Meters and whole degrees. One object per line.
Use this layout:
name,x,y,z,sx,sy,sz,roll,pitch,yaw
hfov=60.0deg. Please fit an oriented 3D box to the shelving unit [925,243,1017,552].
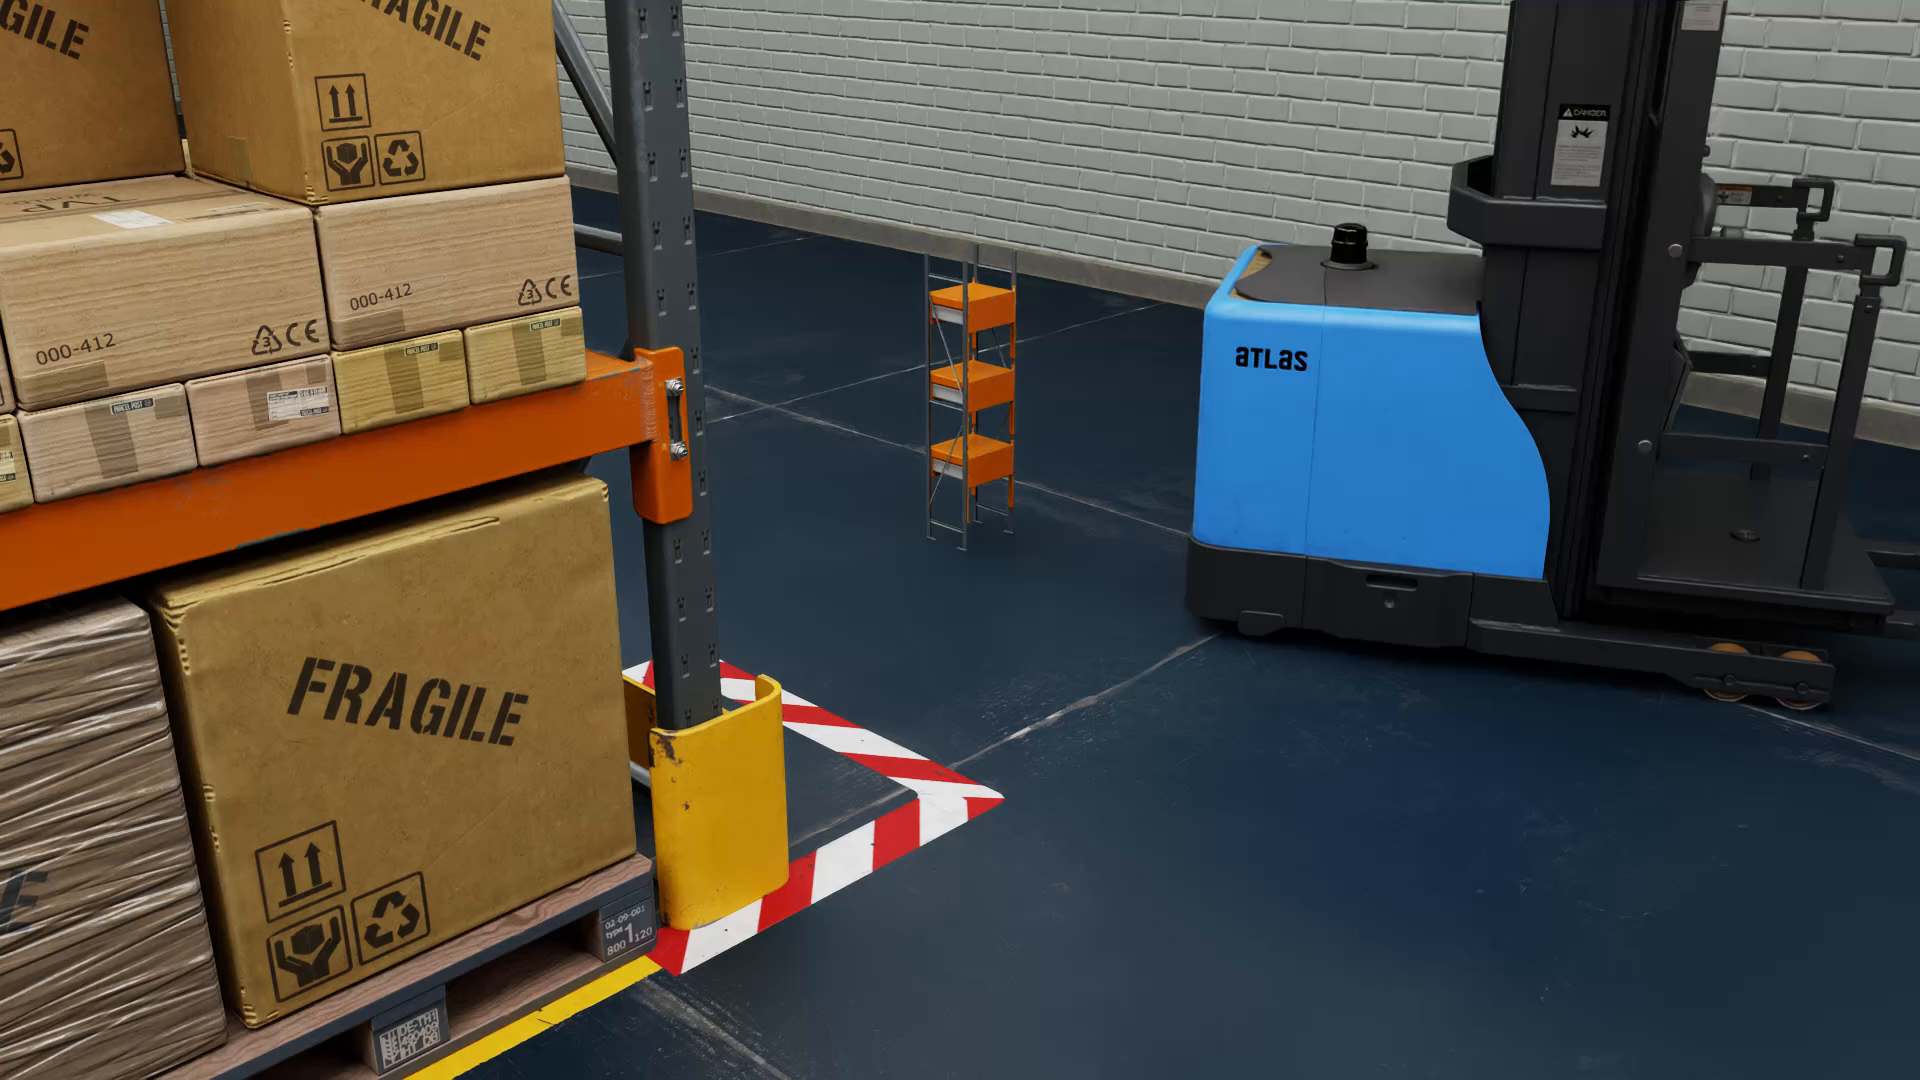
shelving unit,0.037,-0.504,5.922,0.215,1.050,0.252,19,28,41

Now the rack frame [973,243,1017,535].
rack frame,0.122,-0.535,6.004,0.200,1.050,0.008,19,28,41

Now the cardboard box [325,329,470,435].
cardboard box,-1.129,-0.331,3.104,0.380,0.149,0.250,20,28,41

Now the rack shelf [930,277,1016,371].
rack shelf,0.037,-0.759,5.824,0.215,0.259,0.240,19,28,41

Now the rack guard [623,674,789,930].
rack guard,-0.920,0.471,4.151,1.175,0.500,0.348,19,28,41

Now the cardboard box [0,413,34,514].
cardboard box,-1.660,-0.135,2.595,0.380,0.149,0.250,18,28,39

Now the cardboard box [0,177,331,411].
cardboard box,-1.439,-0.437,2.825,0.500,0.250,0.500,19,28,40

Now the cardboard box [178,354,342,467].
cardboard box,-1.306,-0.266,2.936,0.380,0.149,0.250,19,28,41

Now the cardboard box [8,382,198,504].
cardboard box,-1.481,-0.202,2.770,0.250,0.149,0.380,-20,28,-41

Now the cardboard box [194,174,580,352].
cardboard box,-1.084,-0.567,3.163,0.500,0.250,0.500,19,28,40

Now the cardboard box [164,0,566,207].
cardboard box,-1.088,-0.917,3.029,0.500,0.500,0.500,20,29,41

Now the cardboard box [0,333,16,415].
cardboard box,-1.793,-0.306,2.484,0.500,0.250,0.500,18,27,39

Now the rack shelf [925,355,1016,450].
rack shelf,0.037,-0.494,5.926,0.215,0.259,0.240,19,28,41

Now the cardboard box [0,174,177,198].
cardboard box,-1.823,-0.567,3.163,0.500,0.250,0.500,19,28,40

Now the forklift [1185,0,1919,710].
forklift,2.295,-1.090,4.826,3.031,2.935,1.130,6,22,15

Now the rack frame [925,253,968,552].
rack frame,-0.048,-0.472,5.840,0.200,1.050,0.008,19,28,41

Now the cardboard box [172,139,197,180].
cardboard box,-1.465,-0.702,3.515,0.500,0.250,0.500,18,28,39

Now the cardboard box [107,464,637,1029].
cardboard box,-1.326,0.291,3.513,0.875,0.875,0.875,19,28,41

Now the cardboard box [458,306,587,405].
cardboard box,-0.949,-0.398,3.279,0.250,0.149,0.380,-20,28,-41

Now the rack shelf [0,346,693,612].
rack shelf,-2.332,0.161,2.478,1.077,0.370,4.000,19,28,41

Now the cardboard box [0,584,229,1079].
cardboard box,-1.960,0.525,2.904,0.875,0.875,0.875,19,28,41

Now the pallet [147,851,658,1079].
pallet,-1.438,0.838,3.601,1.003,0.211,1.213,19,28,41

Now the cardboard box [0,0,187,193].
cardboard box,-1.813,-0.924,3.046,0.500,0.500,0.500,18,28,39

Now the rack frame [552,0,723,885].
rack frame,-0.936,-0.689,3.687,1.000,3.000,0.127,19,28,41

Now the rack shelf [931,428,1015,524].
rack shelf,0.037,-0.234,6.026,0.215,0.259,0.240,19,28,41
